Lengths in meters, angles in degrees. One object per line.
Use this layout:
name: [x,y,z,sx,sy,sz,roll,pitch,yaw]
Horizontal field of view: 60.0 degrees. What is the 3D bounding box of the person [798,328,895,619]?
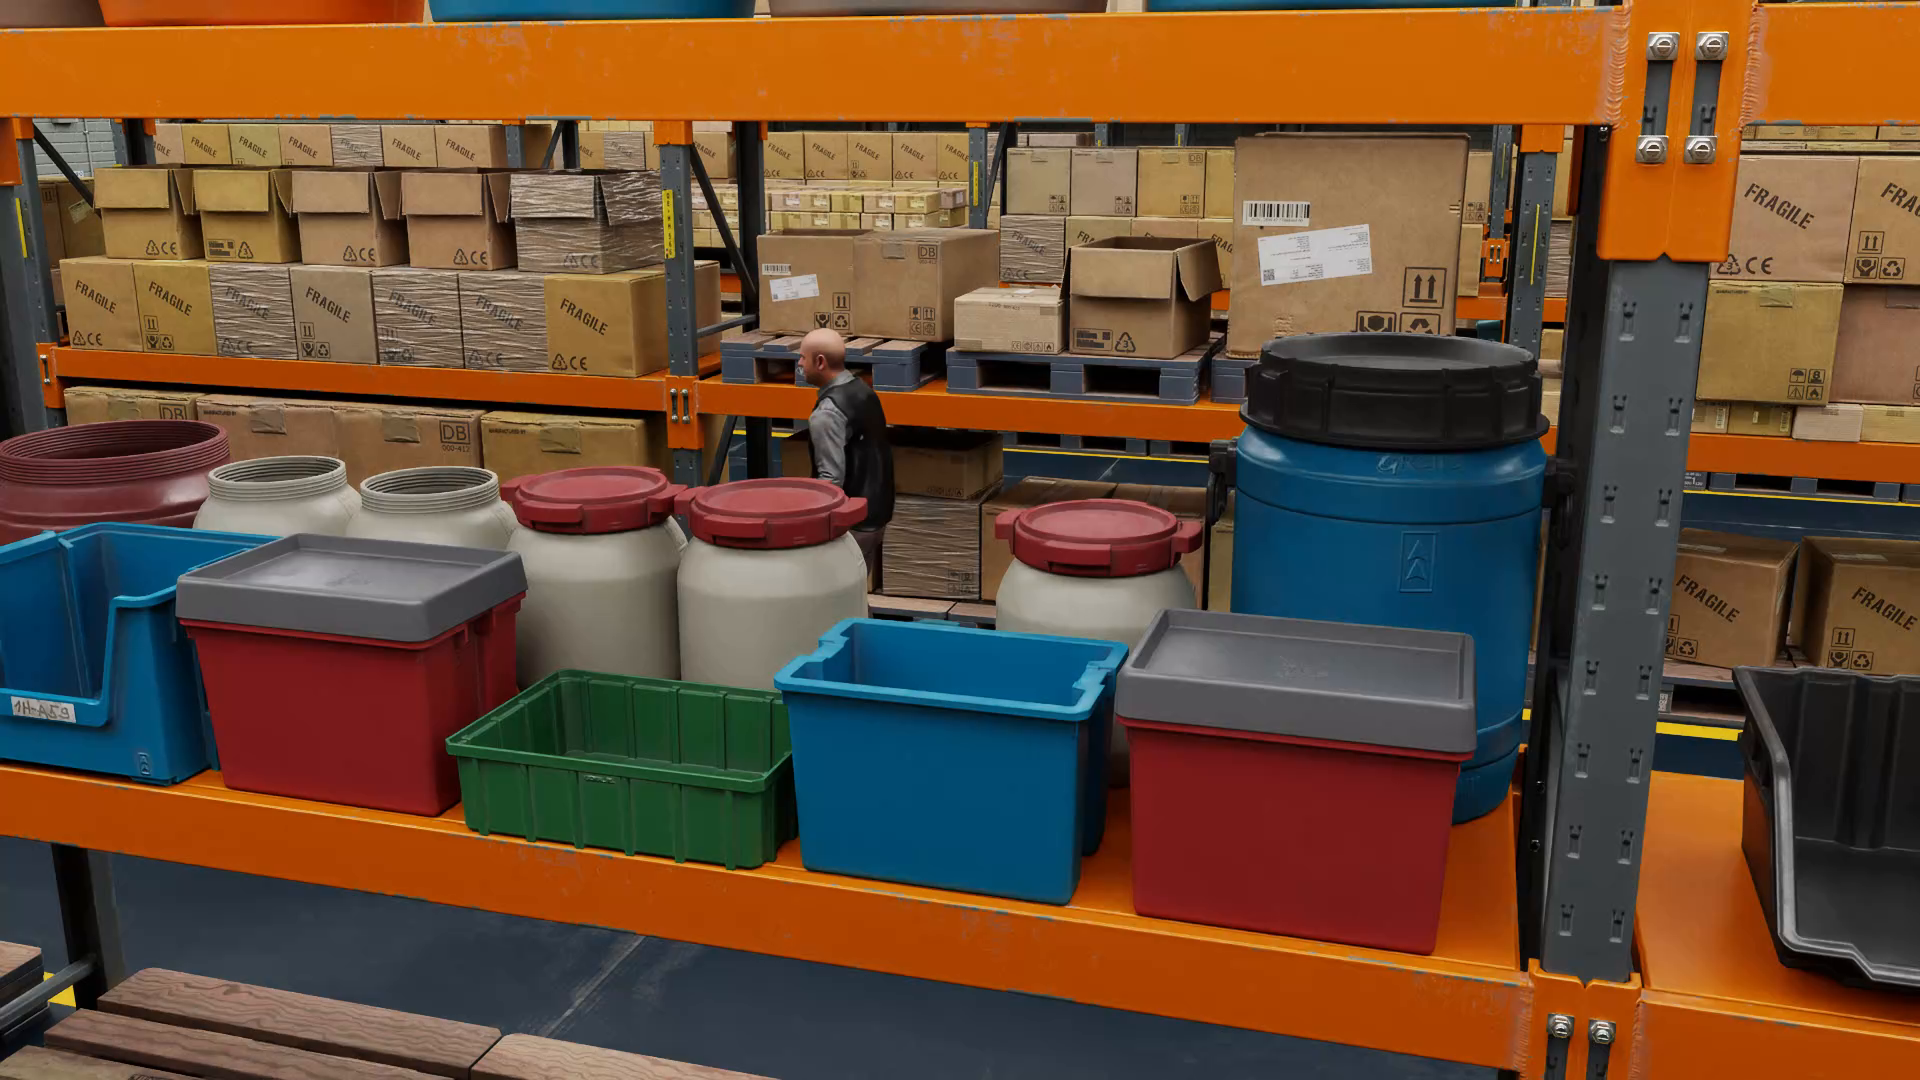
person: [-0.503,-0.074,7.344,0.420,1.720,0.579,4,16,16]
